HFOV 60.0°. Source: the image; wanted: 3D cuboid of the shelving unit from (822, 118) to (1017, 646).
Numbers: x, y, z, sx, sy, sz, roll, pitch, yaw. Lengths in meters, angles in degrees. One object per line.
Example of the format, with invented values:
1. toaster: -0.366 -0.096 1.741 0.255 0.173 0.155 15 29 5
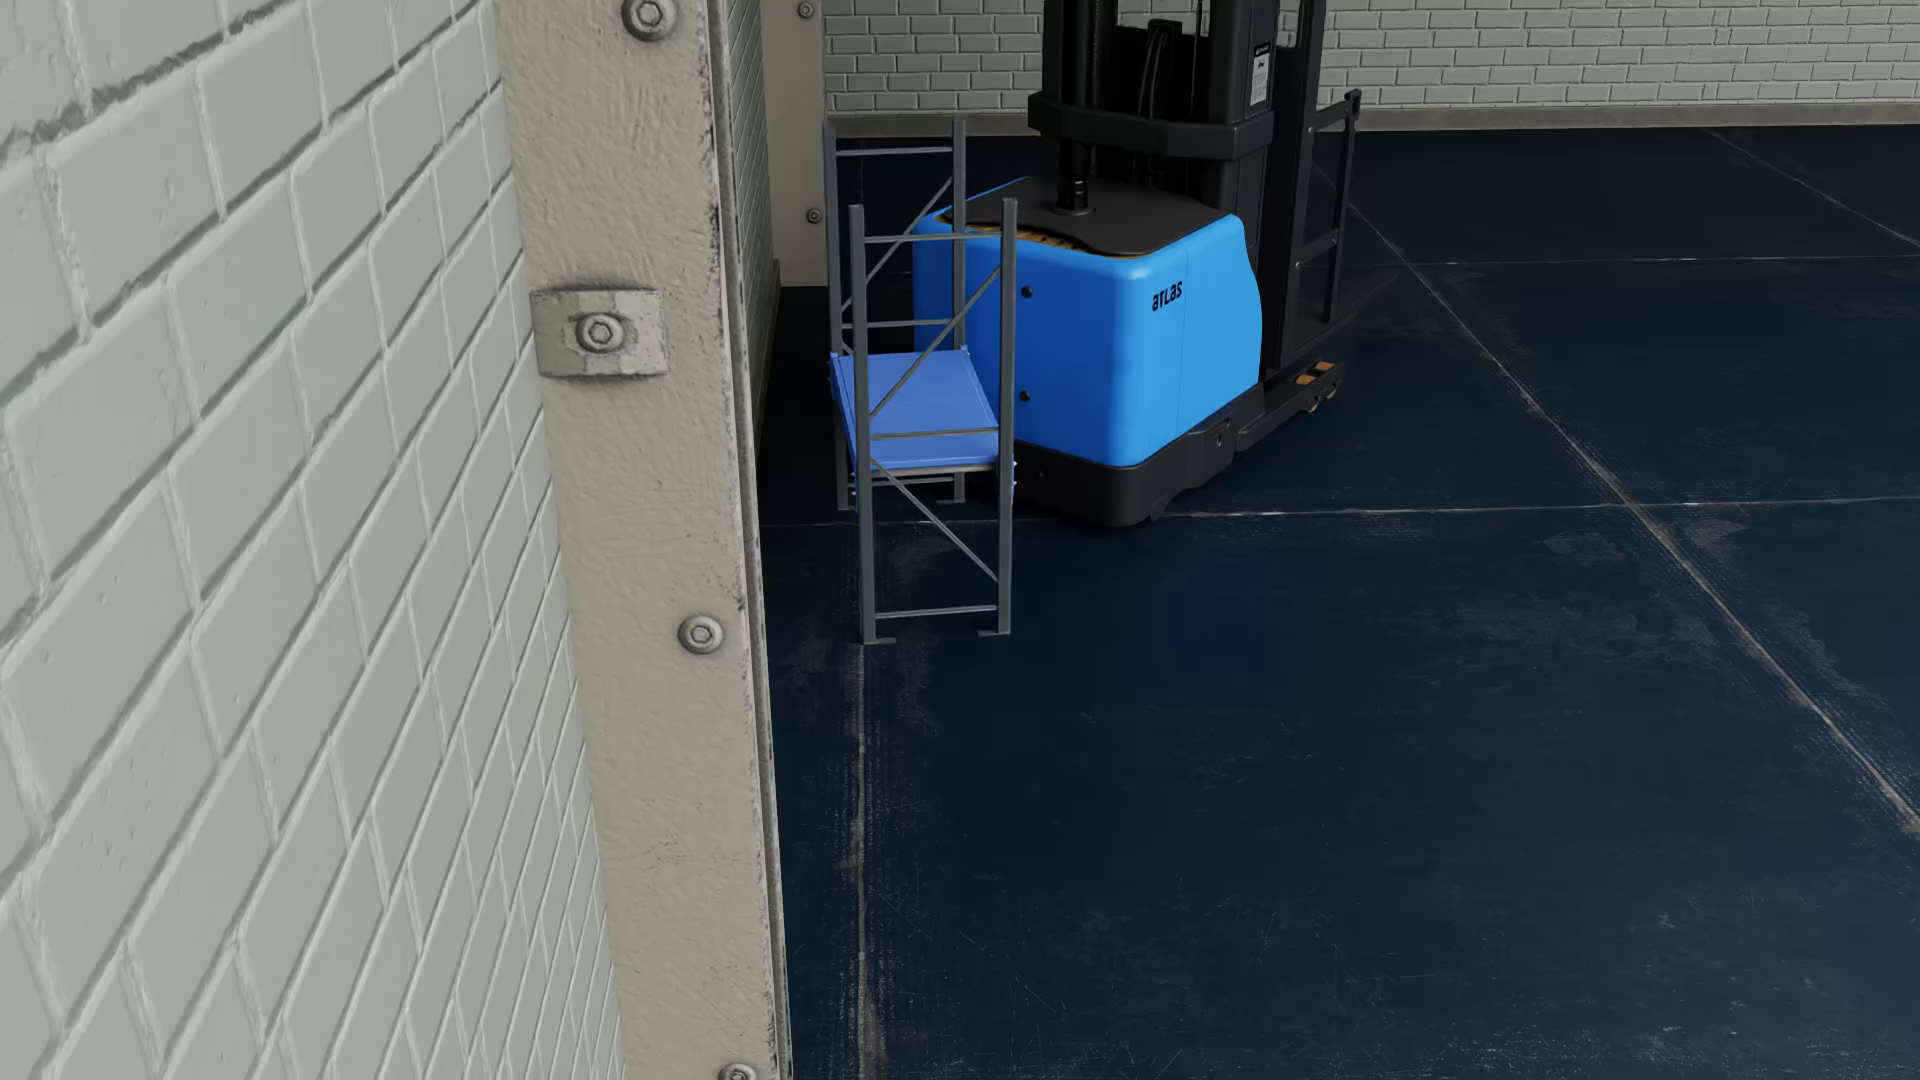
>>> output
1. shelving unit: -0.155 -0.566 5.713 0.538 1.500 1.048 -4 28 -8

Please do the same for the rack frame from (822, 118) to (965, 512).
1. rack frame: -0.231 -0.798 6.159 0.500 1.500 0.032 -4 28 -8

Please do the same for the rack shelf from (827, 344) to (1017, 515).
1. rack shelf: -0.155 -0.406 5.796 0.538 0.185 1.000 -4 28 -8

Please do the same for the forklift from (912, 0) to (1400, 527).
1. forklift: 1.067 -1.977 6.870 1.130 2.935 3.031 18 33 31

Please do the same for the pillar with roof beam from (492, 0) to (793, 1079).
1. pillar with roof beam: 3.765 -2.764 1.818 9.100 9.000 0.400 -1 28 -3

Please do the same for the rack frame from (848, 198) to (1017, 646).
1. rack frame: -0.079 -0.333 5.267 0.500 1.500 0.032 -4 28 -8

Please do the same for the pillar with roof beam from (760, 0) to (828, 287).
1. pillar with roof beam: 3.452 -5.535 7.131 9.100 9.000 0.400 -1 28 -3
